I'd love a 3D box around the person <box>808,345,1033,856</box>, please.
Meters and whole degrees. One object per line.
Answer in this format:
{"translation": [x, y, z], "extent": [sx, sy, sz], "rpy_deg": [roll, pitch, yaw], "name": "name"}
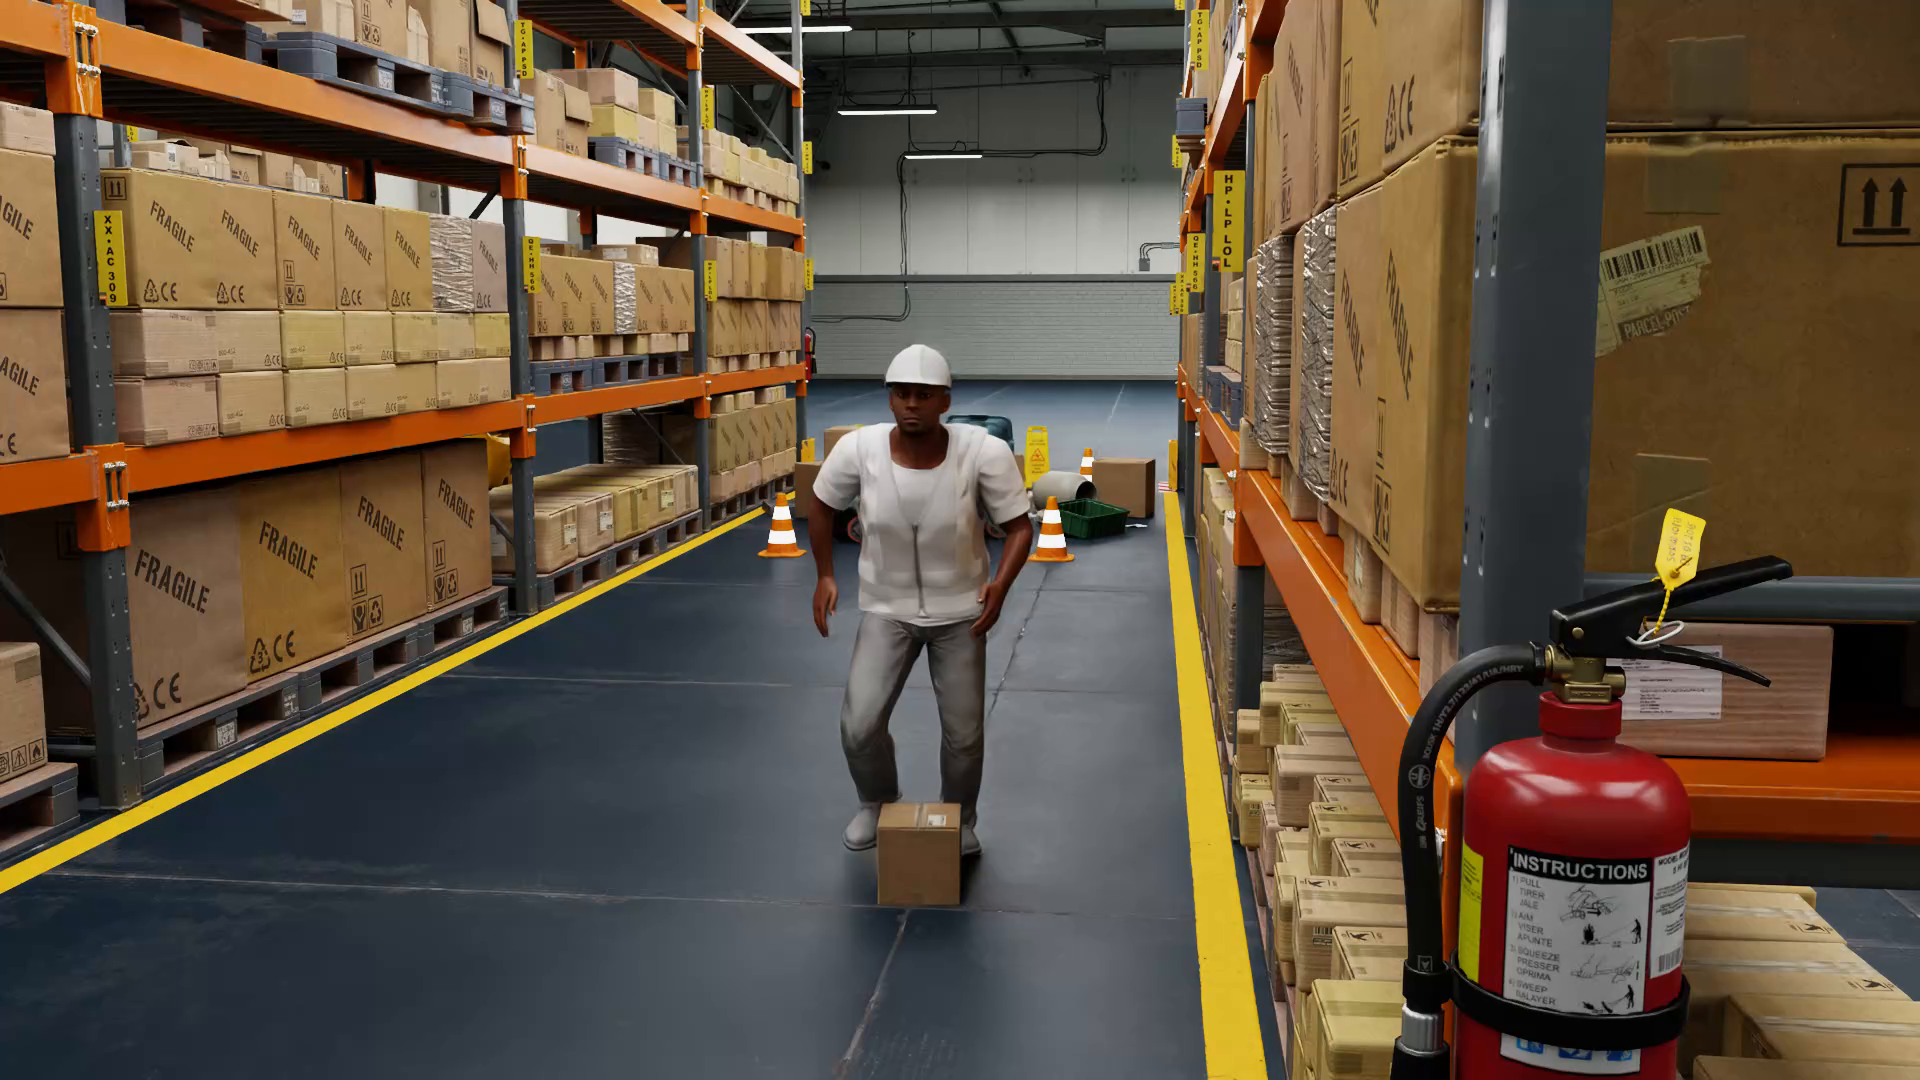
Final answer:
{"translation": [-0.131, 0.225, 5.287], "extent": [0.726, 1.687, 0.670], "rpy_deg": [0, 8, 2], "name": "person"}
